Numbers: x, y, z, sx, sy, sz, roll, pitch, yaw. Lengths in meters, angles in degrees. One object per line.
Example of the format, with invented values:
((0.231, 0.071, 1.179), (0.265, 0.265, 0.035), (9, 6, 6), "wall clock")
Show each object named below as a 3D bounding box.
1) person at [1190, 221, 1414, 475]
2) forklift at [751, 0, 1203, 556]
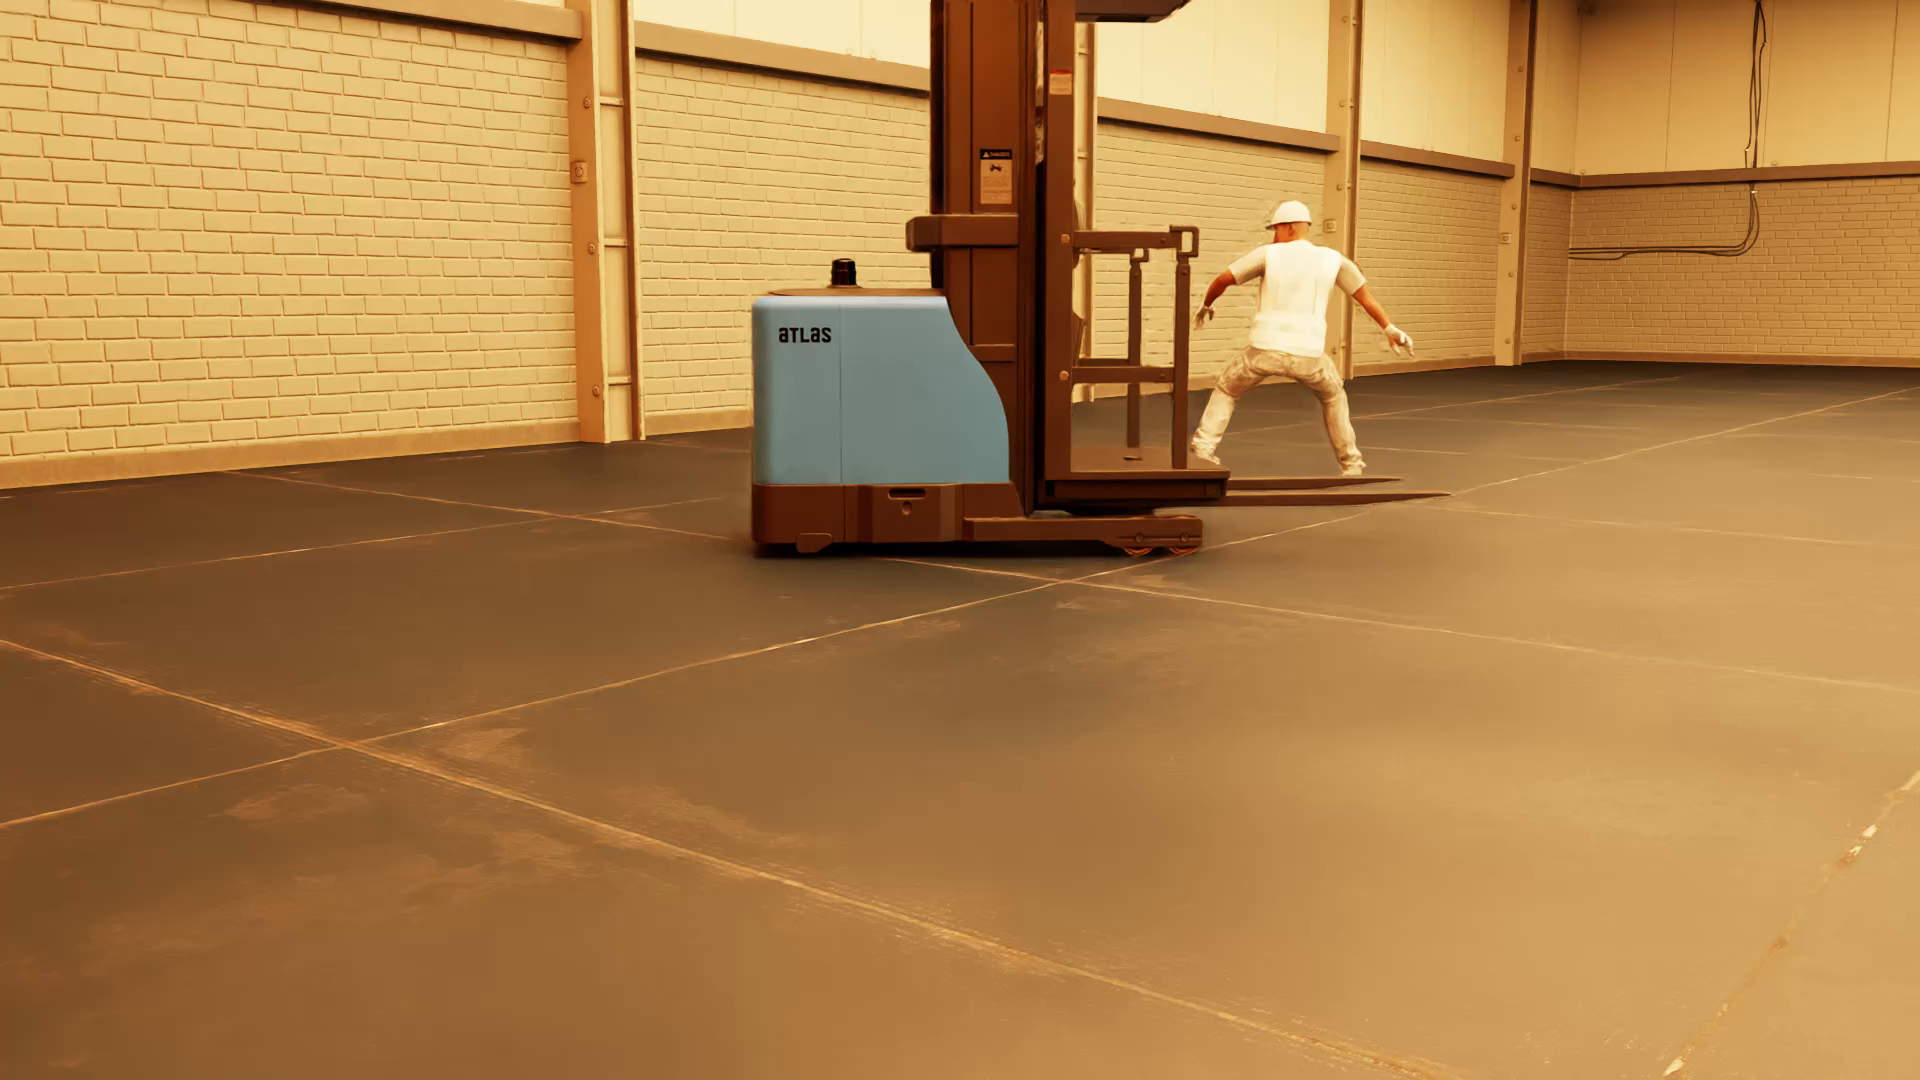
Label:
((1.951, -1.073, 9.563), (1.232, 1.663, 0.556), (1, 8, 8), "person")
((0.606, -1.459, 7.254), (3.031, 2.935, 1.130), (-1, 8, -5), "forklift")
